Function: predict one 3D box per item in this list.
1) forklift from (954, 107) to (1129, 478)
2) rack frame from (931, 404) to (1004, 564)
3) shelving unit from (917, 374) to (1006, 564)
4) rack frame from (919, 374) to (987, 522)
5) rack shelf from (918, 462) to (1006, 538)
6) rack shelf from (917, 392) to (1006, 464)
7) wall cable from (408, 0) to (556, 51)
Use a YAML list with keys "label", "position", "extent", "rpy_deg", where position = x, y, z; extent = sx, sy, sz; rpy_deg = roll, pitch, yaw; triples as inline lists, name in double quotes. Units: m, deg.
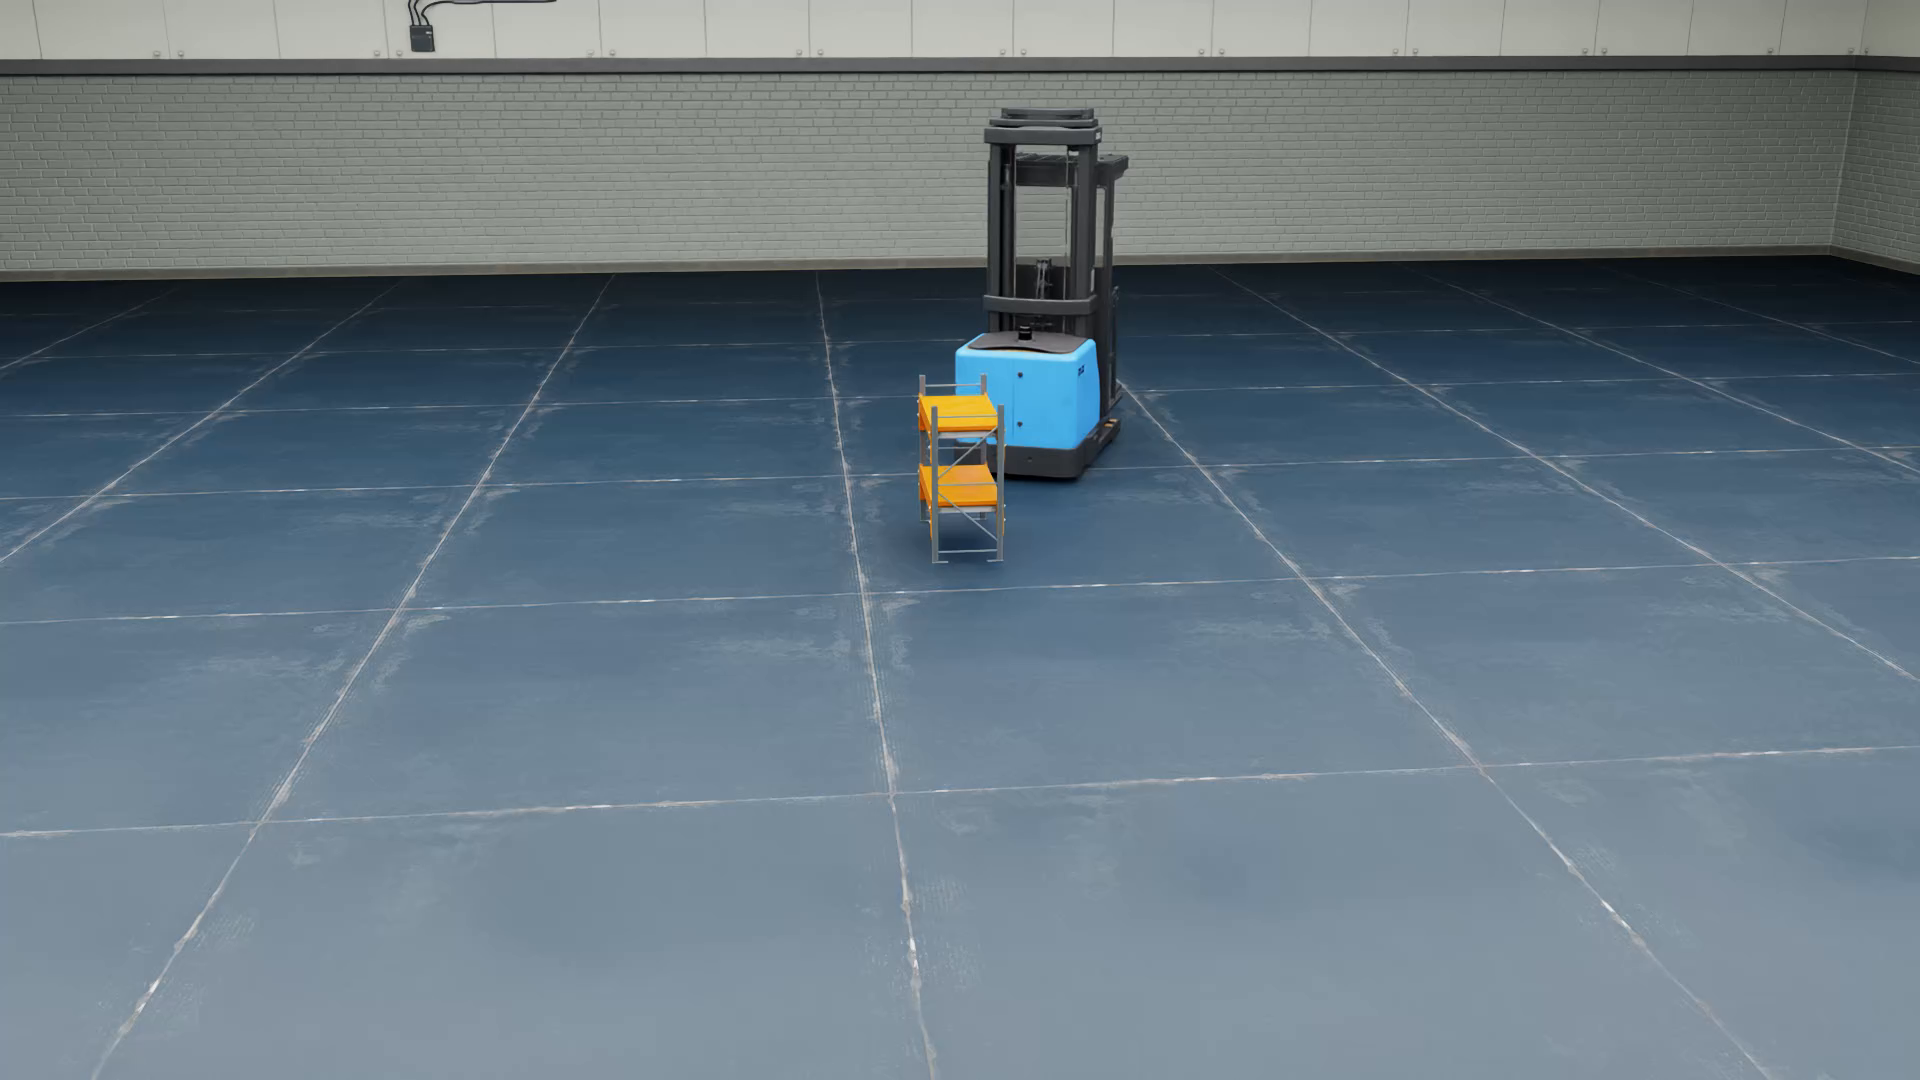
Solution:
- label: "forklift"
  position: [0.840, -2.307, 14.632]
  extent: [1.130, 2.935, 3.031]
  rpy_deg: [5, 18, 15]
- label: "rack frame"
  position: [0.053, -0.383, 11.520]
  extent: [0.500, 1.125, 0.032]
  rpy_deg: [-2, 18, -6]
- label: "shelving unit"
  position: [0.001, -0.535, 12.002]
  extent: [0.538, 1.125, 1.048]
  rpy_deg: [-2, 18, -6]
- label: "rack frame"
  position: [-0.052, -0.686, 12.485]
  extent: [0.500, 1.125, 0.032]
  rpy_deg: [-2, 18, -6]
- label: "rack shelf"
  position: [0.001, -0.301, 12.075]
  extent: [0.538, 0.278, 1.000]
  rpy_deg: [-2, 18, -6]
- label: "rack shelf"
  position: [0.001, -0.814, 11.915]
  extent: [0.538, 0.278, 1.000]
  rpy_deg: [-2, 18, -6]
- label: "wall cable"
  position: [-6.664, -9.870, 22.913]
  extent: [2.305, 6.003, 0.169]
  rpy_deg: [-2, 18, -6]
